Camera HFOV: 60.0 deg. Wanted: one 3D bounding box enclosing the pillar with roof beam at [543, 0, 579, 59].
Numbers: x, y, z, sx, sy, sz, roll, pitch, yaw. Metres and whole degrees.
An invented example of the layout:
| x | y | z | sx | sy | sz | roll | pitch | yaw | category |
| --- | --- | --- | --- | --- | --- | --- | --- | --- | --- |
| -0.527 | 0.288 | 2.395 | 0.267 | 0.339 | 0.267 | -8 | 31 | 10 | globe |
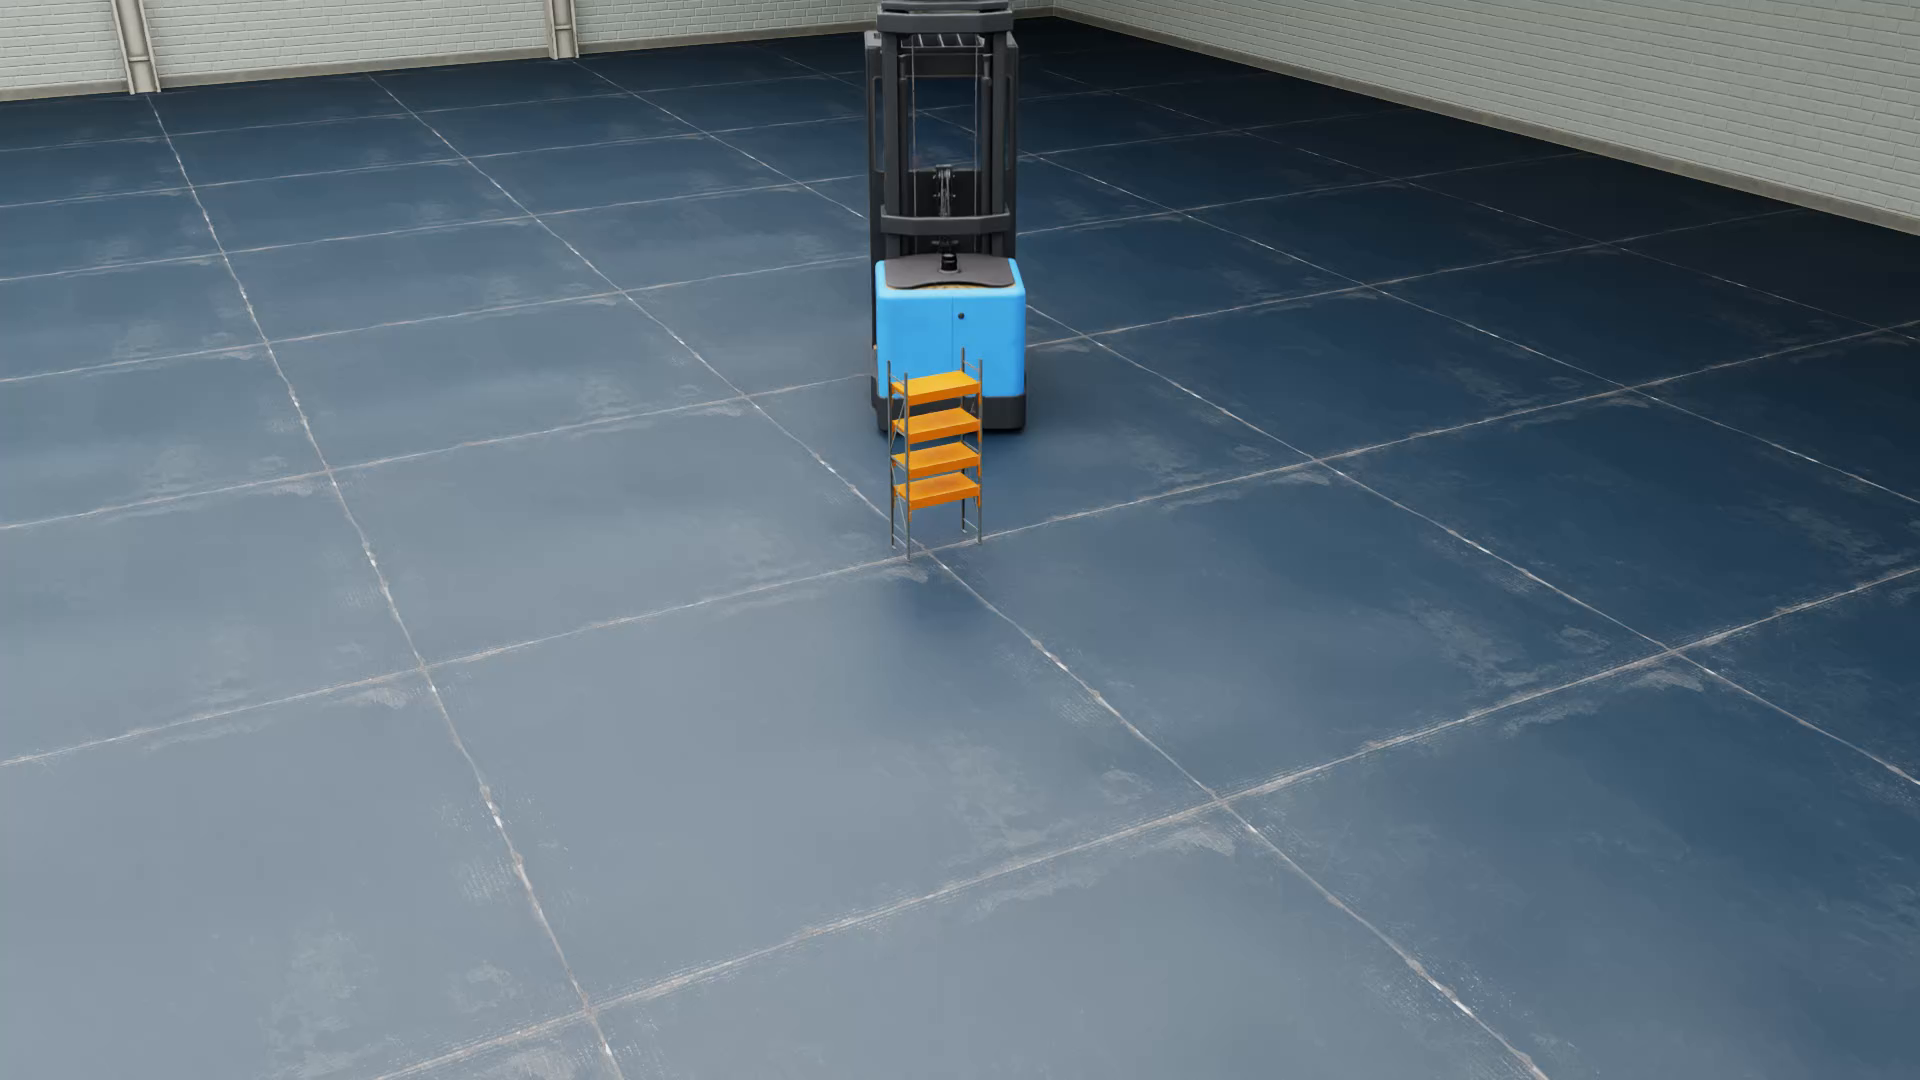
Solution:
| x | y | z | sx | sy | sz | roll | pitch | yaw | category |
| --- | --- | --- | --- | --- | --- | --- | --- | --- | --- |
| -4.153 | -9.953 | 20.583 | 0.400 | 9.000 | 9.100 | -13 | 29 | -25 | pillar with roof beam |

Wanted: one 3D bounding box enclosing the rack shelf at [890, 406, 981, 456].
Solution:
| x | y | z | sx | sy | sz | roll | pitch | yaw | category |
| --- | --- | --- | --- | --- | --- | --- | --- | --- | --- |
| -0.146 | -0.648 | 9.852 | 0.480 | 0.148 | 0.258 | -13 | 29 | -25 | rack shelf |

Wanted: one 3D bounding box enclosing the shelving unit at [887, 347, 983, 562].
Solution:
| x | y | z | sx | sy | sz | roll | pitch | yaw | category |
| --- | --- | --- | --- | --- | --- | --- | --- | --- | --- |
| -0.146 | -0.507 | 9.920 | 0.503 | 1.200 | 0.258 | -13 | 29 | -25 | shelving unit |

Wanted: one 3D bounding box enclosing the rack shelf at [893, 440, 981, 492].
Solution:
| x | y | z | sx | sy | sz | roll | pitch | yaw | category |
| --- | --- | --- | --- | --- | --- | --- | --- | --- | --- |
| -0.146 | -0.447 | 9.949 | 0.480 | 0.148 | 0.258 | -13 | 29 | -25 | rack shelf |

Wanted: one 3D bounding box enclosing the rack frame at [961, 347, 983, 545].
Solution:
| x | y | z | sx | sy | sz | roll | pitch | yaw | category |
| --- | --- | --- | --- | --- | --- | --- | --- | --- | --- |
| 0.069 | -0.557 | 10.024 | 0.015 | 1.200 | 0.240 | -13 | 29 | -25 | rack frame |

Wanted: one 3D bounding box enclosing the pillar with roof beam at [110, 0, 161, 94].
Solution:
| x | y | z | sx | sy | sz | roll | pitch | yaw | category |
| --- | --- | --- | --- | --- | --- | --- | --- | --- | --- |
| -9.447 | -8.731 | 18.037 | 0.400 | 9.000 | 9.100 | -13 | 29 | -25 | pillar with roof beam |

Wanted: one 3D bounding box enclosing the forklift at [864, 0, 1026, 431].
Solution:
| x | y | z | sx | sy | sz | roll | pitch | yaw | category |
| --- | --- | --- | --- | --- | --- | --- | --- | --- | --- |
| -0.144 | -2.686 | 12.457 | 1.130 | 2.935 | 3.031 | -2 | 26 | -3 | forklift |

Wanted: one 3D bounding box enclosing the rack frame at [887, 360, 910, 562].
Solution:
| x | y | z | sx | sy | sz | roll | pitch | yaw | category |
| --- | --- | --- | --- | --- | --- | --- | --- | --- | --- |
| -0.361 | -0.457 | 9.817 | 0.015 | 1.200 | 0.240 | -13 | 29 | -25 | rack frame |

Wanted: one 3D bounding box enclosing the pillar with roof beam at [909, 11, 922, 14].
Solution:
| x | y | z | sx | sy | sz | roll | pitch | yaw | category |
| --- | --- | --- | --- | --- | --- | --- | --- | --- | --- |
| 1.142 | -11.175 | 23.128 | 0.400 | 9.000 | 9.100 | -13 | 29 | -25 | pillar with roof beam |

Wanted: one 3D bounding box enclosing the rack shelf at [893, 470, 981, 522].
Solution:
| x | y | z | sx | sy | sz | roll | pitch | yaw | category |
| --- | --- | --- | --- | --- | --- | --- | --- | --- | --- |
| -0.146 | -0.268 | 10.035 | 0.480 | 0.148 | 0.258 | -13 | 29 | -25 | rack shelf |

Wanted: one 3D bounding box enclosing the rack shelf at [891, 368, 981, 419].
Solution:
| x | y | z | sx | sy | sz | roll | pitch | yaw | category |
| --- | --- | --- | --- | --- | --- | --- | --- | --- | --- |
| -0.146 | -0.861 | 9.750 | 0.480 | 0.148 | 0.258 | -13 | 29 | -25 | rack shelf |
